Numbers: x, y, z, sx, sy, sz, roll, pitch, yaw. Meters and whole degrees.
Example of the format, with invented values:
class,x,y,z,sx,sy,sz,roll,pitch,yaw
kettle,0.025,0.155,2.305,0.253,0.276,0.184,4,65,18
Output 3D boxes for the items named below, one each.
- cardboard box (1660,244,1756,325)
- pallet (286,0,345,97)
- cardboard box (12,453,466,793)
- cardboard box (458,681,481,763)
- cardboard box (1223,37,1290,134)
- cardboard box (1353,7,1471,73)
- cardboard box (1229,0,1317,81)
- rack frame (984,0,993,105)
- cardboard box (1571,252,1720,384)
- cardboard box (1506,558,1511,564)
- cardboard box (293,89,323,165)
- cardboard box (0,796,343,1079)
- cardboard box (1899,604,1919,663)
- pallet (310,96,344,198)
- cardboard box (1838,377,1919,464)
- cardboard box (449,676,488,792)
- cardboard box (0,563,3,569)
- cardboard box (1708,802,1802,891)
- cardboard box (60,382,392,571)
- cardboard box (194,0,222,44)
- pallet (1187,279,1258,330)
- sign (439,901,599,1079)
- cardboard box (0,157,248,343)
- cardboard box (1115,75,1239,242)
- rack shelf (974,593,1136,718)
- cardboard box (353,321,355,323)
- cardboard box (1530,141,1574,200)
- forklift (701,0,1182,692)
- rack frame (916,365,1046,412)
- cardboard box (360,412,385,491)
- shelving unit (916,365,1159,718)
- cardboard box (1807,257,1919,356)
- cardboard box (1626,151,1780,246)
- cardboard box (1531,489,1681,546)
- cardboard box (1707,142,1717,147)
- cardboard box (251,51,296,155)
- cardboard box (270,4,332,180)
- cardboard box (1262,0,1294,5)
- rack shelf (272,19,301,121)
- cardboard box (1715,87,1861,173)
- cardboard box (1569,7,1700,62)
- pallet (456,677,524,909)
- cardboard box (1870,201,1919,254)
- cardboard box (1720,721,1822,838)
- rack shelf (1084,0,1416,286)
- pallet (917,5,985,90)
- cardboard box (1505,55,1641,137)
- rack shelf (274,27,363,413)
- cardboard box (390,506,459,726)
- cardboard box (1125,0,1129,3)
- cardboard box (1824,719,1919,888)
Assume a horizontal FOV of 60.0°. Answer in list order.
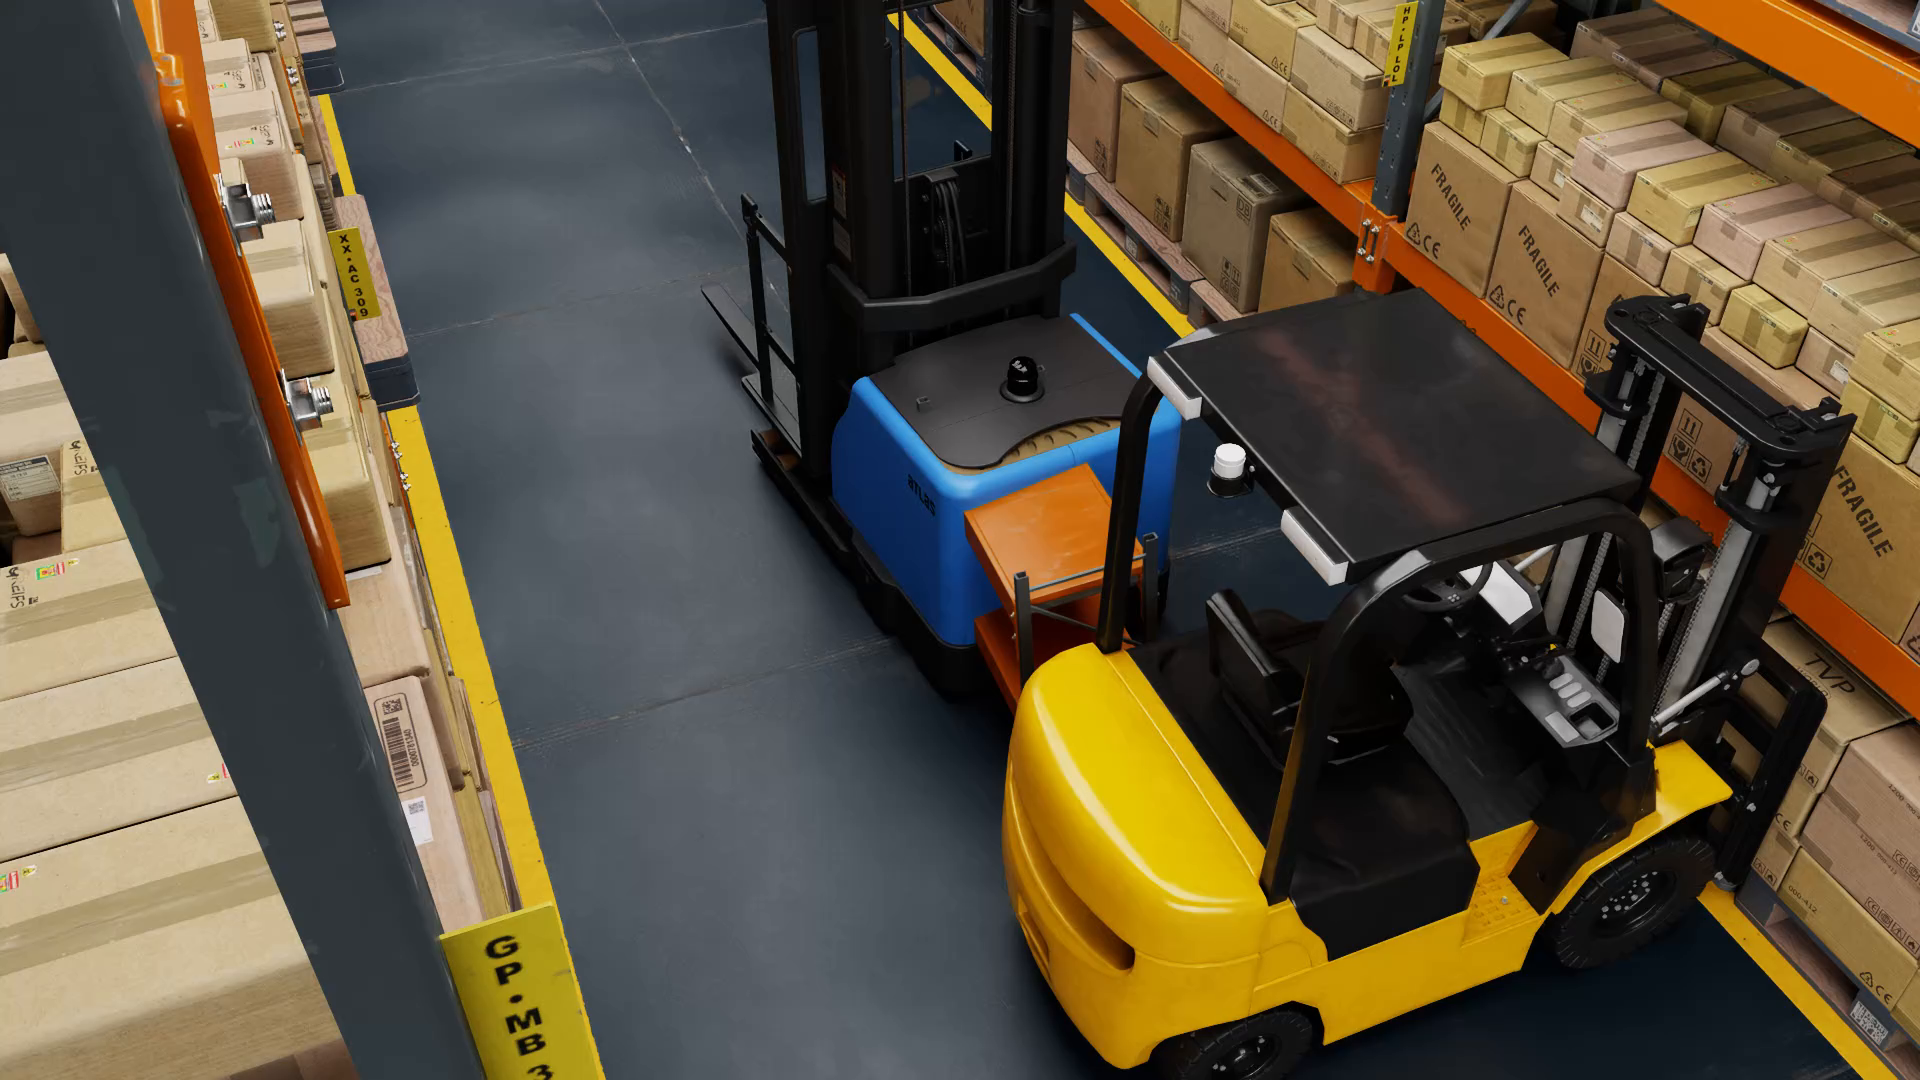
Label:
class,x,y,z,sx,sy,sz,roll,pitch,yaw
cardboard box,2.511,-0.858,5.373,0.380,0.149,0.250,-16,43,-18
pallet,-3.575,-2.303,7.775,1.213,0.211,1.003,-15,43,-17
cardboard box,-1.015,0.172,2.336,0.500,0.250,0.500,-16,43,-17
cardboard box,-1.941,0.803,5.802,0.500,0.250,0.500,-13,42,-15
cardboard box,1.537,-2.093,7.498,0.500,0.250,0.500,-15,43,-17
cardboard box,1.833,-2.044,6.752,0.380,0.149,0.250,-14,43,-15
cardboard box,1.541,-2.283,7.335,0.500,0.250,0.500,-16,43,-18
rack frame,0.639,-4.019,9.623,1.000,3.000,0.127,-15,43,-17
cardboard box,2.507,-0.701,5.688,0.500,0.500,0.500,-16,43,-17
cardboard box,2.257,-0.050,6.795,0.500,0.250,0.500,-16,43,-18
cardboard box,-2.269,-1.297,5.333,0.380,0.149,0.250,-15,43,-17
cardboard box,-0.833,0.431,1.729,0.380,0.149,0.250,-15,43,-17
cardboard box,3.079,0.216,4.621,0.500,0.500,0.500,-14,43,-16
pallet,-4.178,-2.215,9.664,1.003,0.211,1.213,-15,43,-17
cardboard box,2.795,-0.390,4.828,0.380,0.149,0.250,-15,43,-17
cardboard box,-1.745,0.825,5.201,0.500,0.500,0.500,-14,43,-16
cardboard box,-1.509,0.299,2.188,0.500,0.250,0.500,-16,43,-17
cardboard box,2.863,0.873,5.721,0.500,0.250,0.500,-15,43,-16
cardboard box,-1.010,-0.053,2.291,0.380,0.149,0.250,-15,43,-17
cardboard box,-1.680,-0.953,3.339,0.380,0.149,0.250,-16,43,-18
pallet,1.851,-0.987,8.235,1.003,0.211,1.213,-15,43,-17
sign,-0.384,0.436,1.471,0.100,0.325,0.005,-15,43,-17
cardboard box,-1.386,-0.494,2.804,0.380,0.149,0.250,-14,43,-16
cardboard box,1.380,-2.102,8.893,0.875,0.625,0.625,-17,43,-19
rack shelf,0.302,0.332,6.345,0.538,0.278,1.000,-16,43,-12
cardboard box,-2.335,-0.845,5.803,0.380,0.149,0.250,-14,43,-16
cardboard box,2.274,-1.330,5.922,0.380,0.149,0.250,-15,43,-17
forklift,-0.298,-1.472,6.714,1.130,2.935,3.031,-19,44,-21
rack frame,0.118,-0.163,6.543,0.500,1.125,0.032,-16,43,-12
cardboard box,-1.210,-0.060,2.911,0.380,0.149,0.250,-15,43,-16
shelving unit,0.285,0.152,6.181,0.538,1.125,1.048,-16,43,-12
cardboard box,2.775,-0.683,4.941,0.380,0.149,0.250,-15,43,-16
cardboard box,2.434,-1.124,5.454,0.380,0.149,0.250,-16,43,-18
cardboard box,2.452,-0.128,6.119,0.500,0.250,0.500,-14,43,-15
cardboard box,2.751,-1.460,6.074,0.380,0.149,0.250,-14,43,-16
cardboard box,-1.622,-0.749,3.406,0.500,0.250,0.500,-16,43,-18
cardboard box,-2.699,-1.636,6.225,0.500,0.500,0.500,-15,43,-17
cardboard box,1.450,-2.481,7.260,0.380,0.149,0.250,-16,43,-18
rack shelf,-3.181,-2.439,6.036,1.077,0.370,4.000,-15,43,-17
cardboard box,2.895,-1.437,5.818,0.380,0.149,0.250,-16,43,-18
cardboard box,2.570,-1.889,6.344,0.380,0.149,0.250,-15,43,-17
pallet,-2.126,1.084,5.828,1.003,0.211,1.213,-15,43,-17
cardboard box,3.099,-0.950,5.251,0.380,0.149,0.250,-14,43,-16
cardboard box,2.826,0.668,5.576,0.500,0.250,0.500,-16,43,-18
rack shelf,1.404,-2.542,8.457,1.077,0.370,4.000,-15,43,-17
pallet,0.388,-3.421,11.067,1.003,0.211,1.213,-15,43,-17
cardboard box,2.217,-1.610,6.019,0.380,0.149,0.250,-14,43,-16
rack shelf,-1.650,-0.029,3.234,1.077,0.370,4.000,-15,43,-17
cardboard box,-1.610,0.305,4.289,0.500,0.500,0.500,-14,43,-16
cardboard box,0.974,-3.021,8.578,0.500,0.250,0.500,-16,43,-18
cardboard box,3.034,0.798,5.041,0.500,0.250,0.500,-14,43,-16
